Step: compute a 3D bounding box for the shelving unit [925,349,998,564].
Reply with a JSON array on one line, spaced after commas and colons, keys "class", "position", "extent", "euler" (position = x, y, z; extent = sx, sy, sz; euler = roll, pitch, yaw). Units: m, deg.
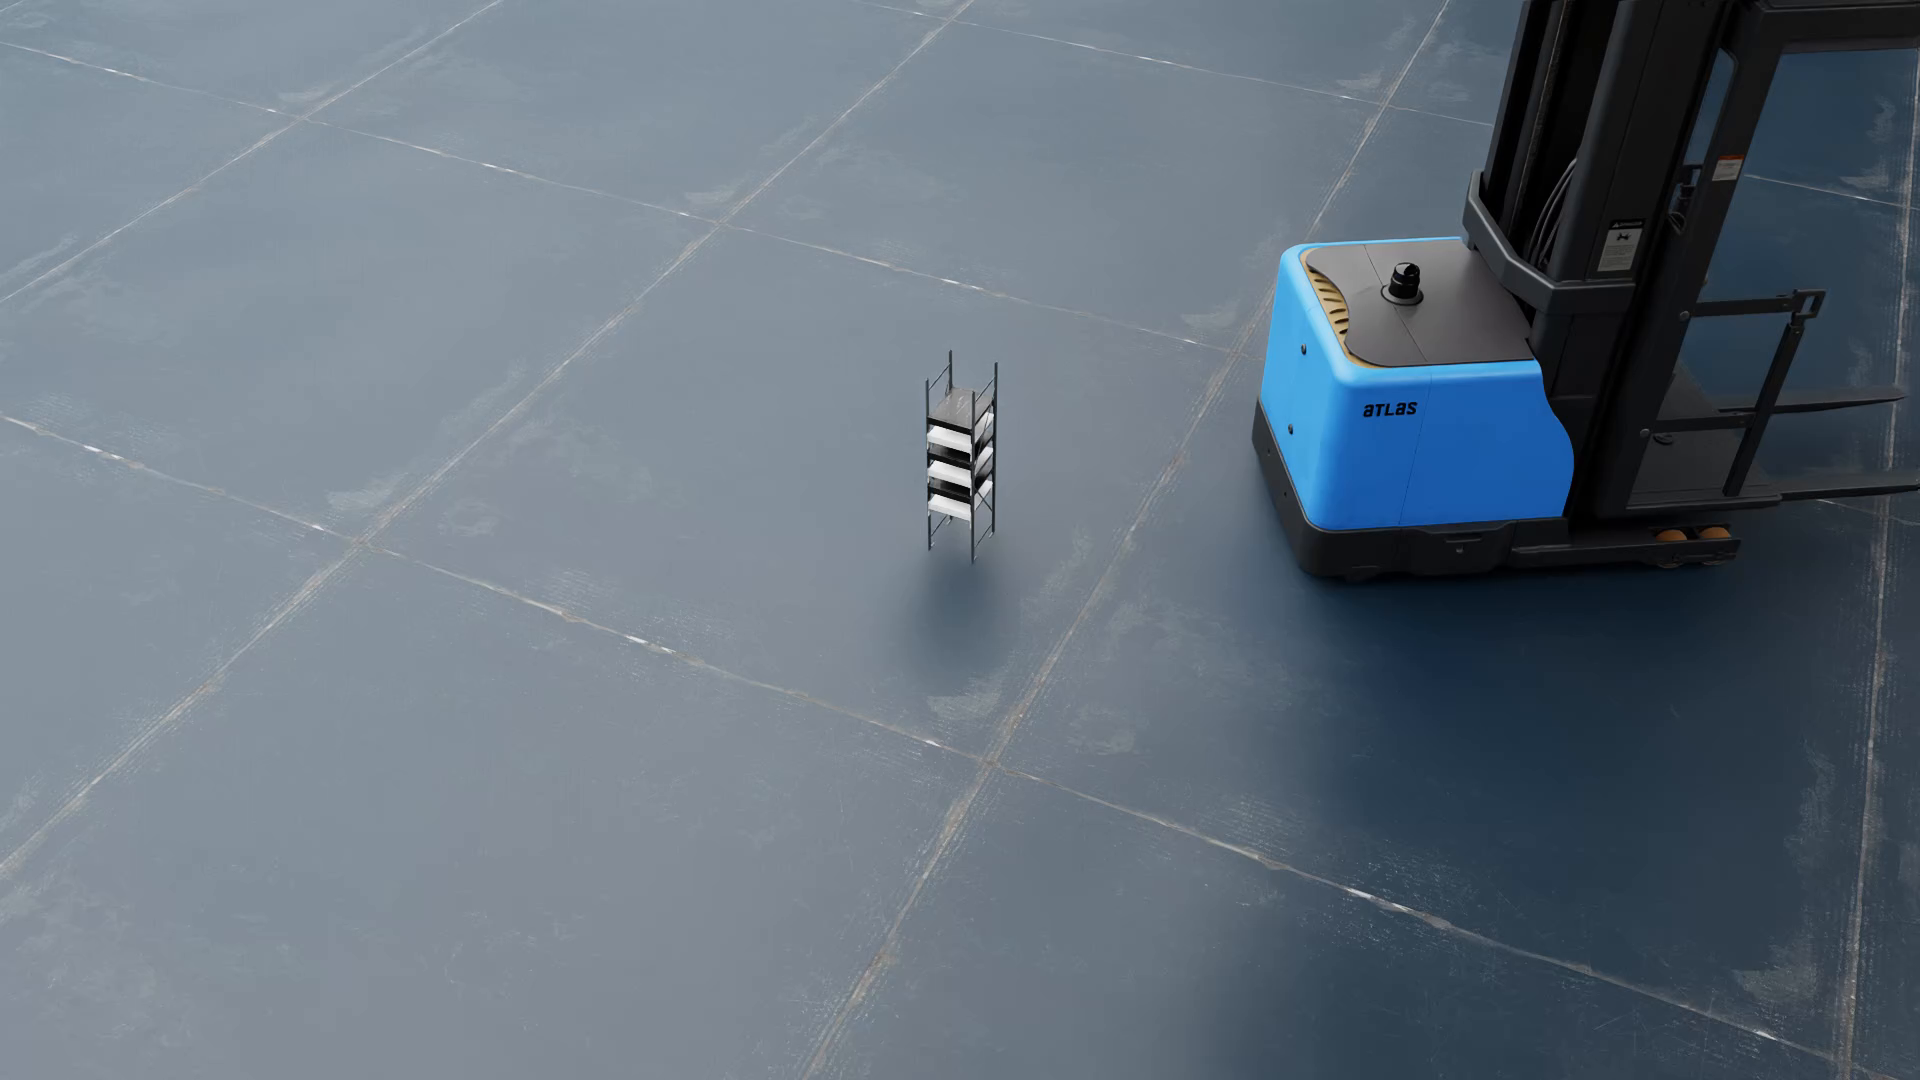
[{"class": "shelving unit", "position": [0.007, -0.338, 6.953], "extent": [0.210, 0.900, 0.258], "euler": [17, 44, 19]}]

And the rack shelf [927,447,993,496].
[{"class": "rack shelf", "position": [0.007, -0.313, 6.974], "extent": [0.200, 0.077, 0.258], "euler": [17, 44, 19]}]

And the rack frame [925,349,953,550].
[{"class": "rack frame", "position": [-0.085, -0.366, 6.985], "extent": [0.006, 0.900, 0.240], "euler": [17, 44, 19]}]

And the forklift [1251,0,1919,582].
[{"class": "forklift", "position": [2.894, -1.330, 6.547], "extent": [3.031, 2.935, 1.130], "euler": [-4, 41, -4]}]

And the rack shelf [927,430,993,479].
[{"class": "rack shelf", "position": [0.007, -0.381, 6.916], "extent": [0.200, 0.077, 0.258], "euler": [17, 44, 19]}]

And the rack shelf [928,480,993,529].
[{"class": "rack shelf", "position": [0.007, -0.177, 7.092], "extent": [0.200, 0.077, 0.258], "euler": [17, 44, 19]}]

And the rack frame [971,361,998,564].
[{"class": "rack frame", "position": [0.099, -0.310, 6.920], "extent": [0.006, 0.900, 0.240], "euler": [17, 44, 19]}]

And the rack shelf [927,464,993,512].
[{"class": "rack shelf", "position": [0.007, -0.245, 7.033], "extent": [0.200, 0.077, 0.258], "euler": [17, 44, 19]}]

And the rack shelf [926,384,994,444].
[{"class": "rack shelf", "position": [0.007, -0.517, 6.798], "extent": [0.200, 0.077, 0.258], "euler": [17, 44, 19]}]

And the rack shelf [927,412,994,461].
[{"class": "rack shelf", "position": [0.007, -0.449, 6.857], "extent": [0.200, 0.077, 0.258], "euler": [17, 44, 19]}]
